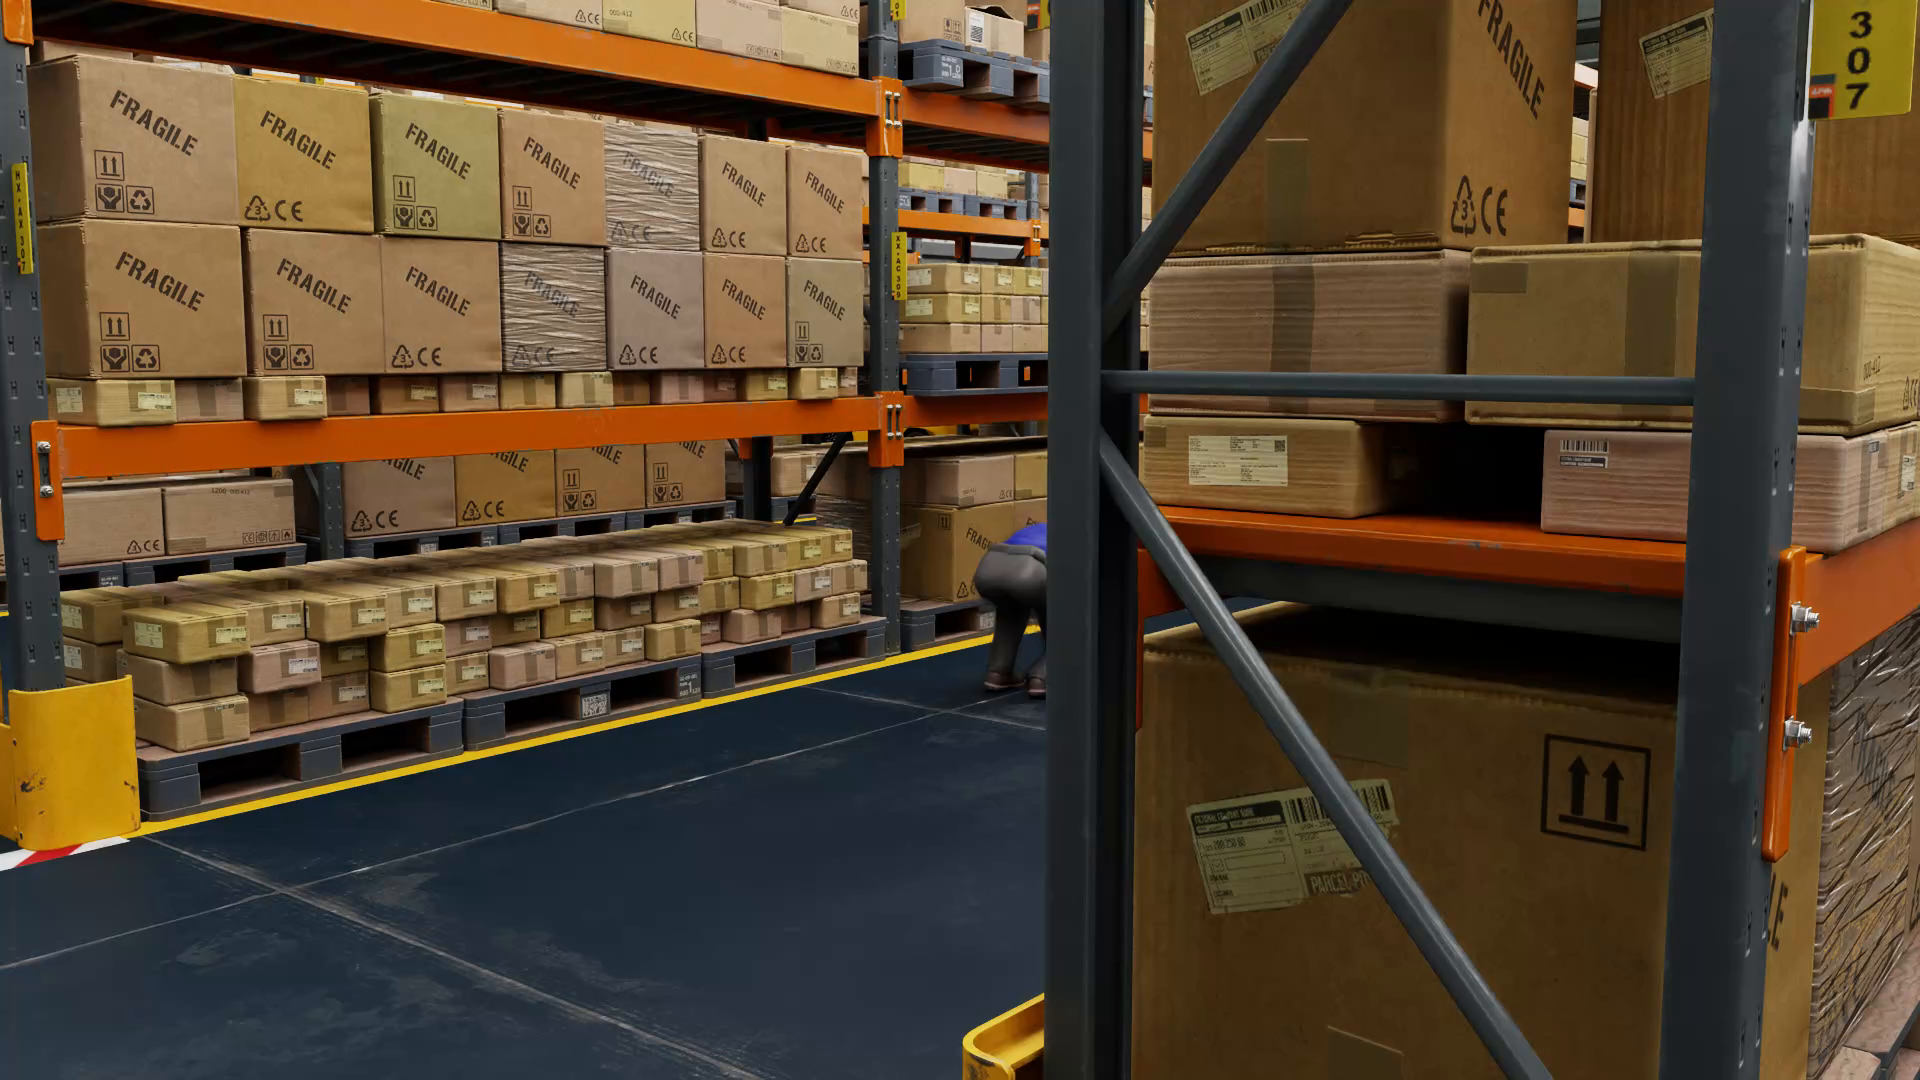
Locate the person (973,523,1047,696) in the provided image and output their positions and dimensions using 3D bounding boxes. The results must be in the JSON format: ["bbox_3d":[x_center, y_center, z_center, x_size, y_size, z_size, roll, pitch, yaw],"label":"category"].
[{"bbox_3d":[0.401,0.313,7.611,0.463,0.772,0.872,5,8,34],"label":"person"}]
